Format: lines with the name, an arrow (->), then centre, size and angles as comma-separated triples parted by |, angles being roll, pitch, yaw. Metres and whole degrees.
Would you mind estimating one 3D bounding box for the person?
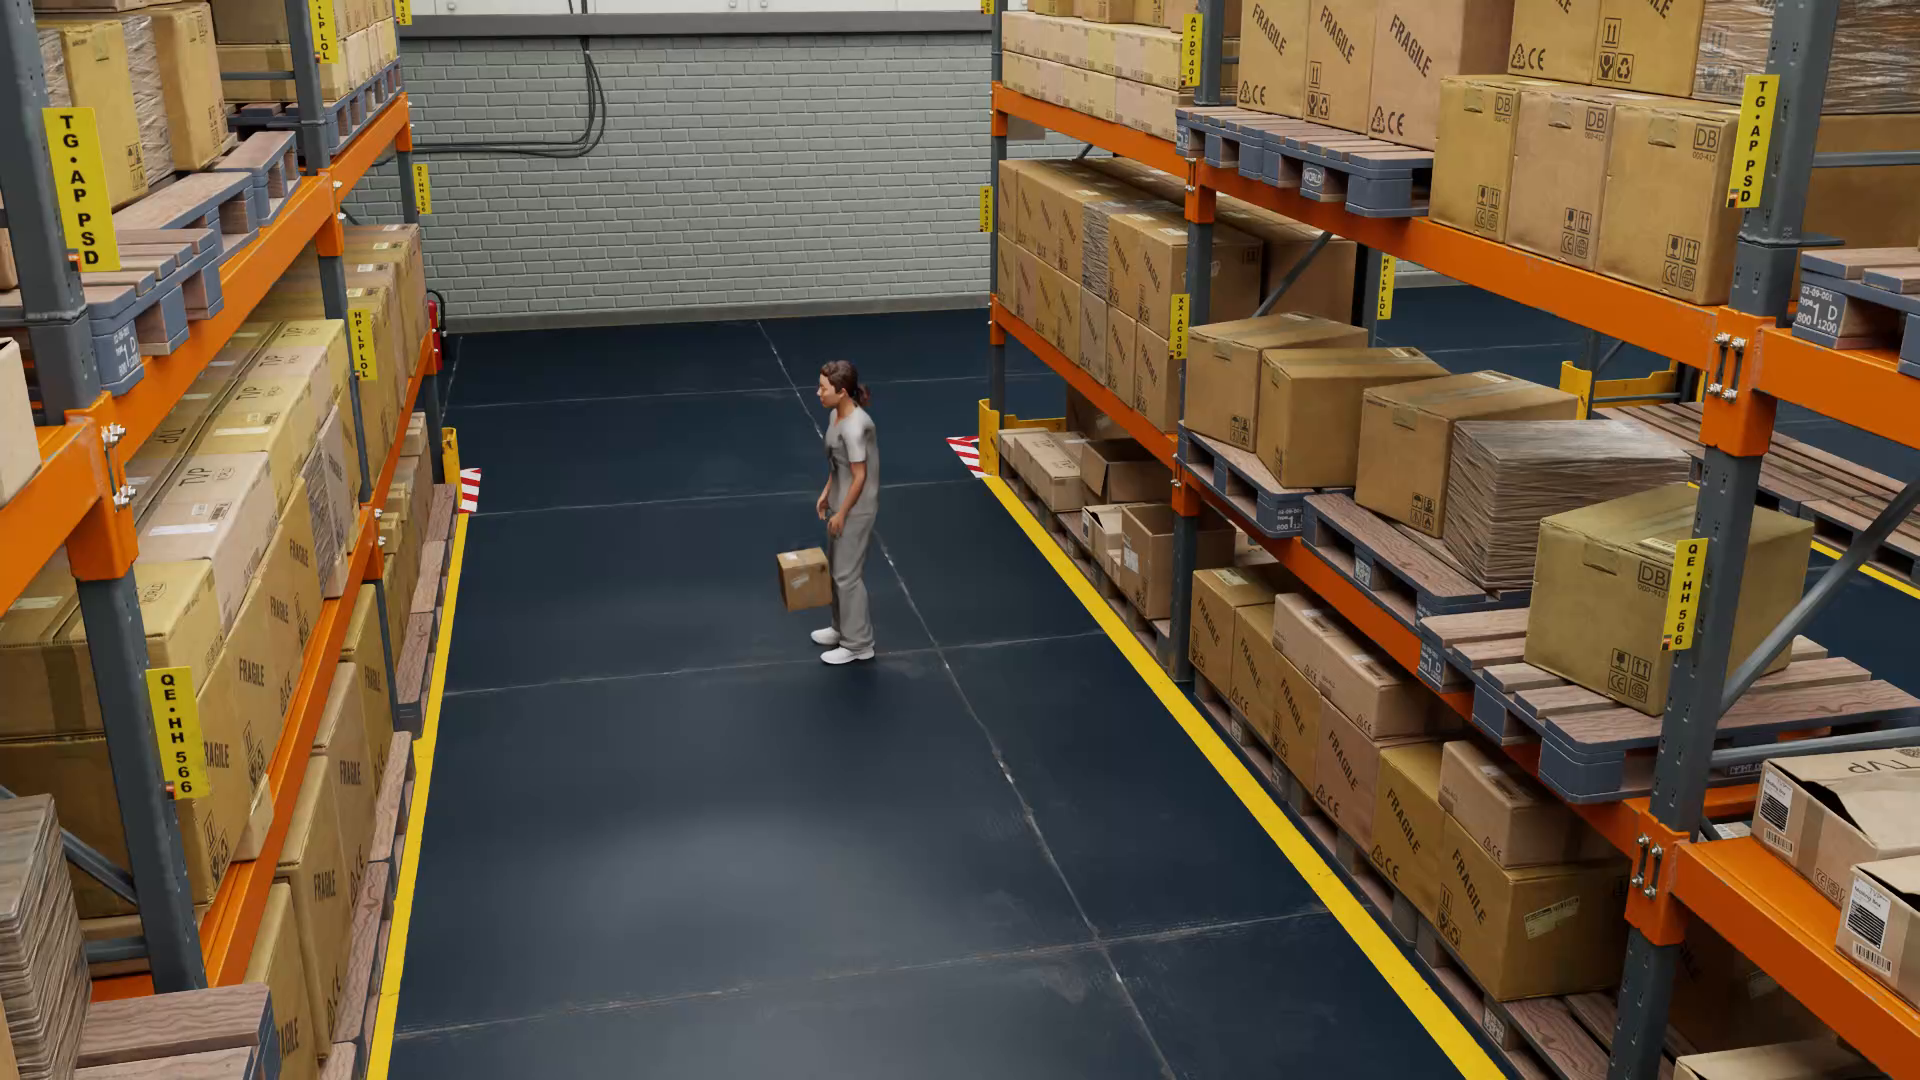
person -> -0.621, -0.162, 9.021 | 0.363, 1.675, 0.476 | -5, 20, -14
